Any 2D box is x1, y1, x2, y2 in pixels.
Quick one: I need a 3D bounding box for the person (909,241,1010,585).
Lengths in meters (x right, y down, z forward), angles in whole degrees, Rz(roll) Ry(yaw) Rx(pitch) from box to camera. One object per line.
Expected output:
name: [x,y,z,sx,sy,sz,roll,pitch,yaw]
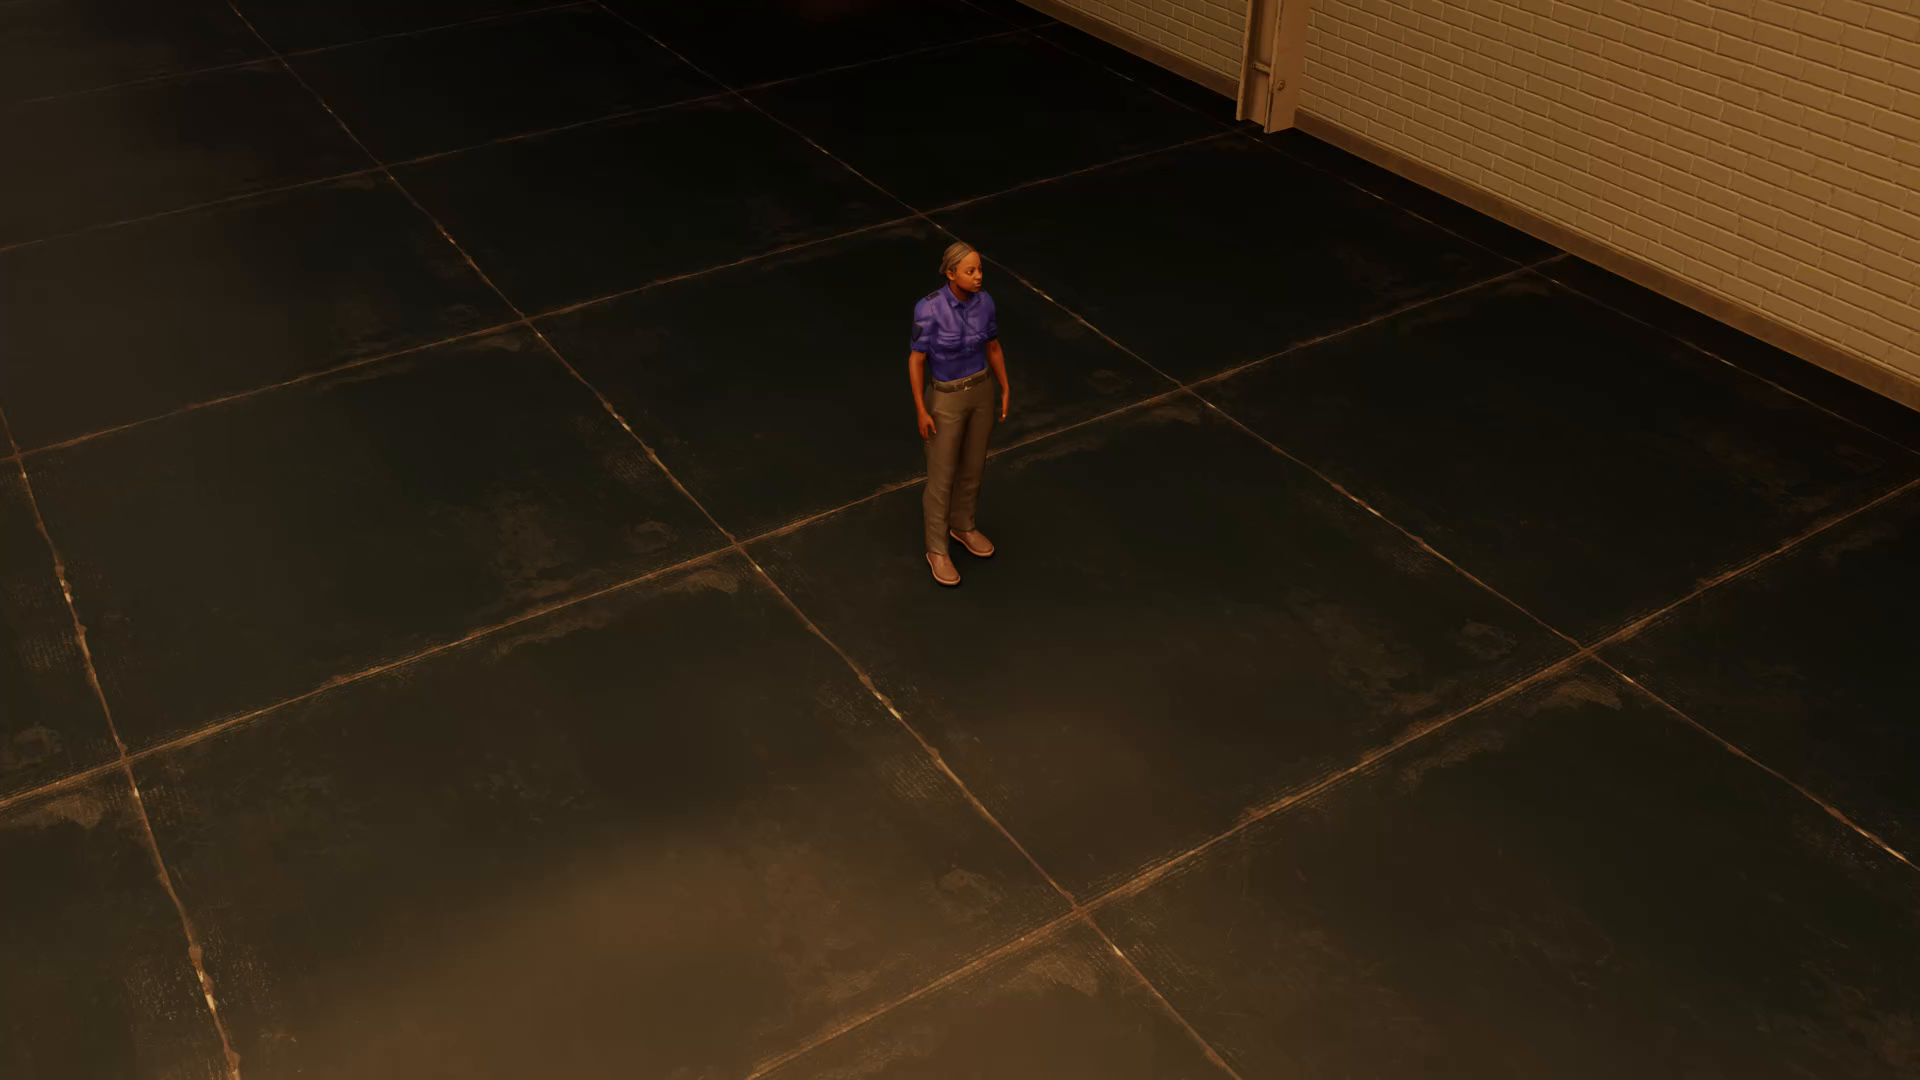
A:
person: [0.031,-0.634,8.148,0.569,1.654,0.504,-21,40,-27]
